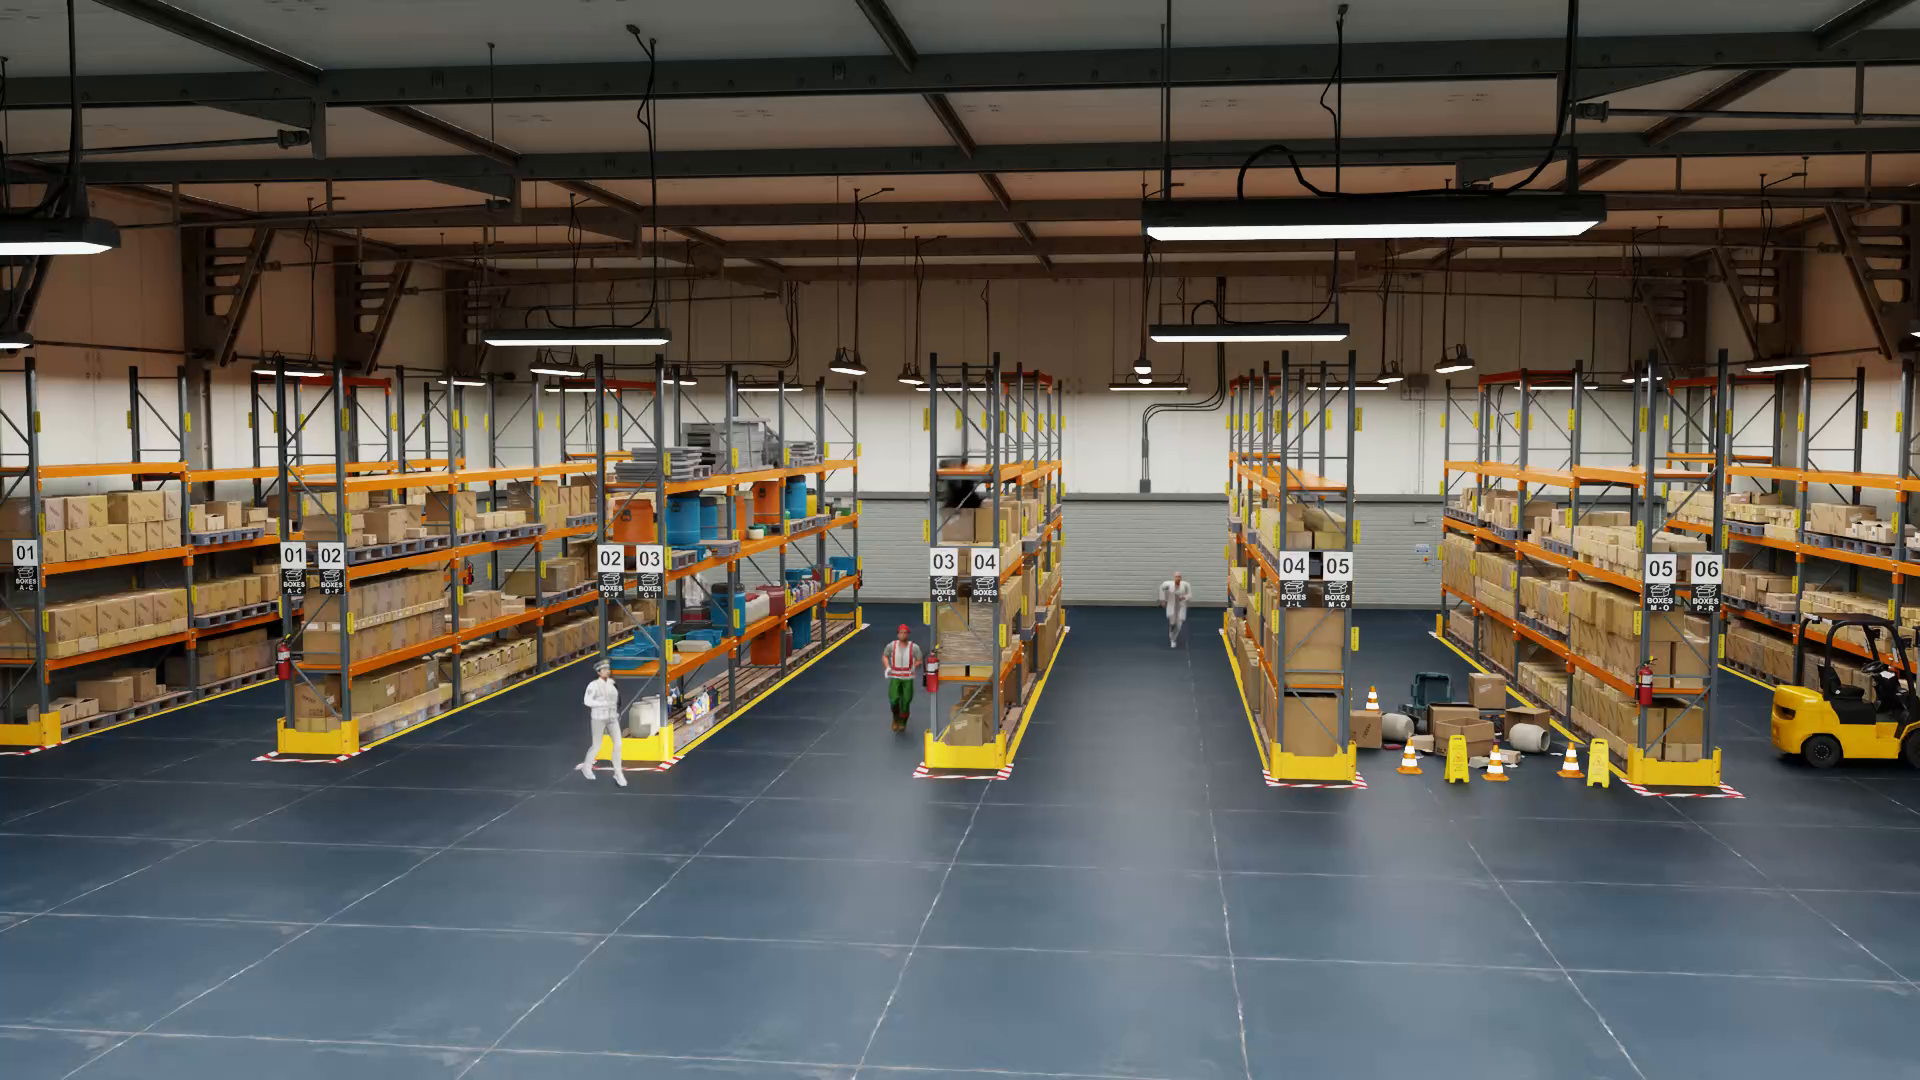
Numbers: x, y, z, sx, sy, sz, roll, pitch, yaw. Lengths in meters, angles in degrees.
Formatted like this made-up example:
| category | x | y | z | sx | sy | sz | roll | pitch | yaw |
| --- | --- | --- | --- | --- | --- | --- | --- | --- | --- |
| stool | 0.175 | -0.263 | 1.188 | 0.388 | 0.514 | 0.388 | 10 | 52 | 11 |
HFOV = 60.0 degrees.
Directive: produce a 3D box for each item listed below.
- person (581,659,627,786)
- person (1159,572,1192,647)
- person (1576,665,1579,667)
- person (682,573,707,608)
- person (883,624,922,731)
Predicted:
| category | x | y | z | sx | sy | sz | roll | pitch | yaw |
| --- | --- | --- | --- | --- | --- | --- | --- | --- | --- |
| person | -4.931 | 2.513 | 23.040 | 0.780 | 1.736 | 0.617 | 4 | 6 | 44 |
| person | 4.802 | 1.545 | 36.974 | 0.694 | 1.703 | 0.753 | 0 | 4 | 0 |
| person | 12.680 | 1.722 | 34.219 | 0.640 | 1.723 | 0.610 | 0 | 4 | 0 |
| person | -6.236 | 1.396 | 38.783 | 0.651 | 1.754 | 0.654 | 0 | 4 | -1 |
| person | -0.933 | 2.225 | 26.677 | 0.632 | 1.740 | 0.619 | 0 | 4 | -1 |
